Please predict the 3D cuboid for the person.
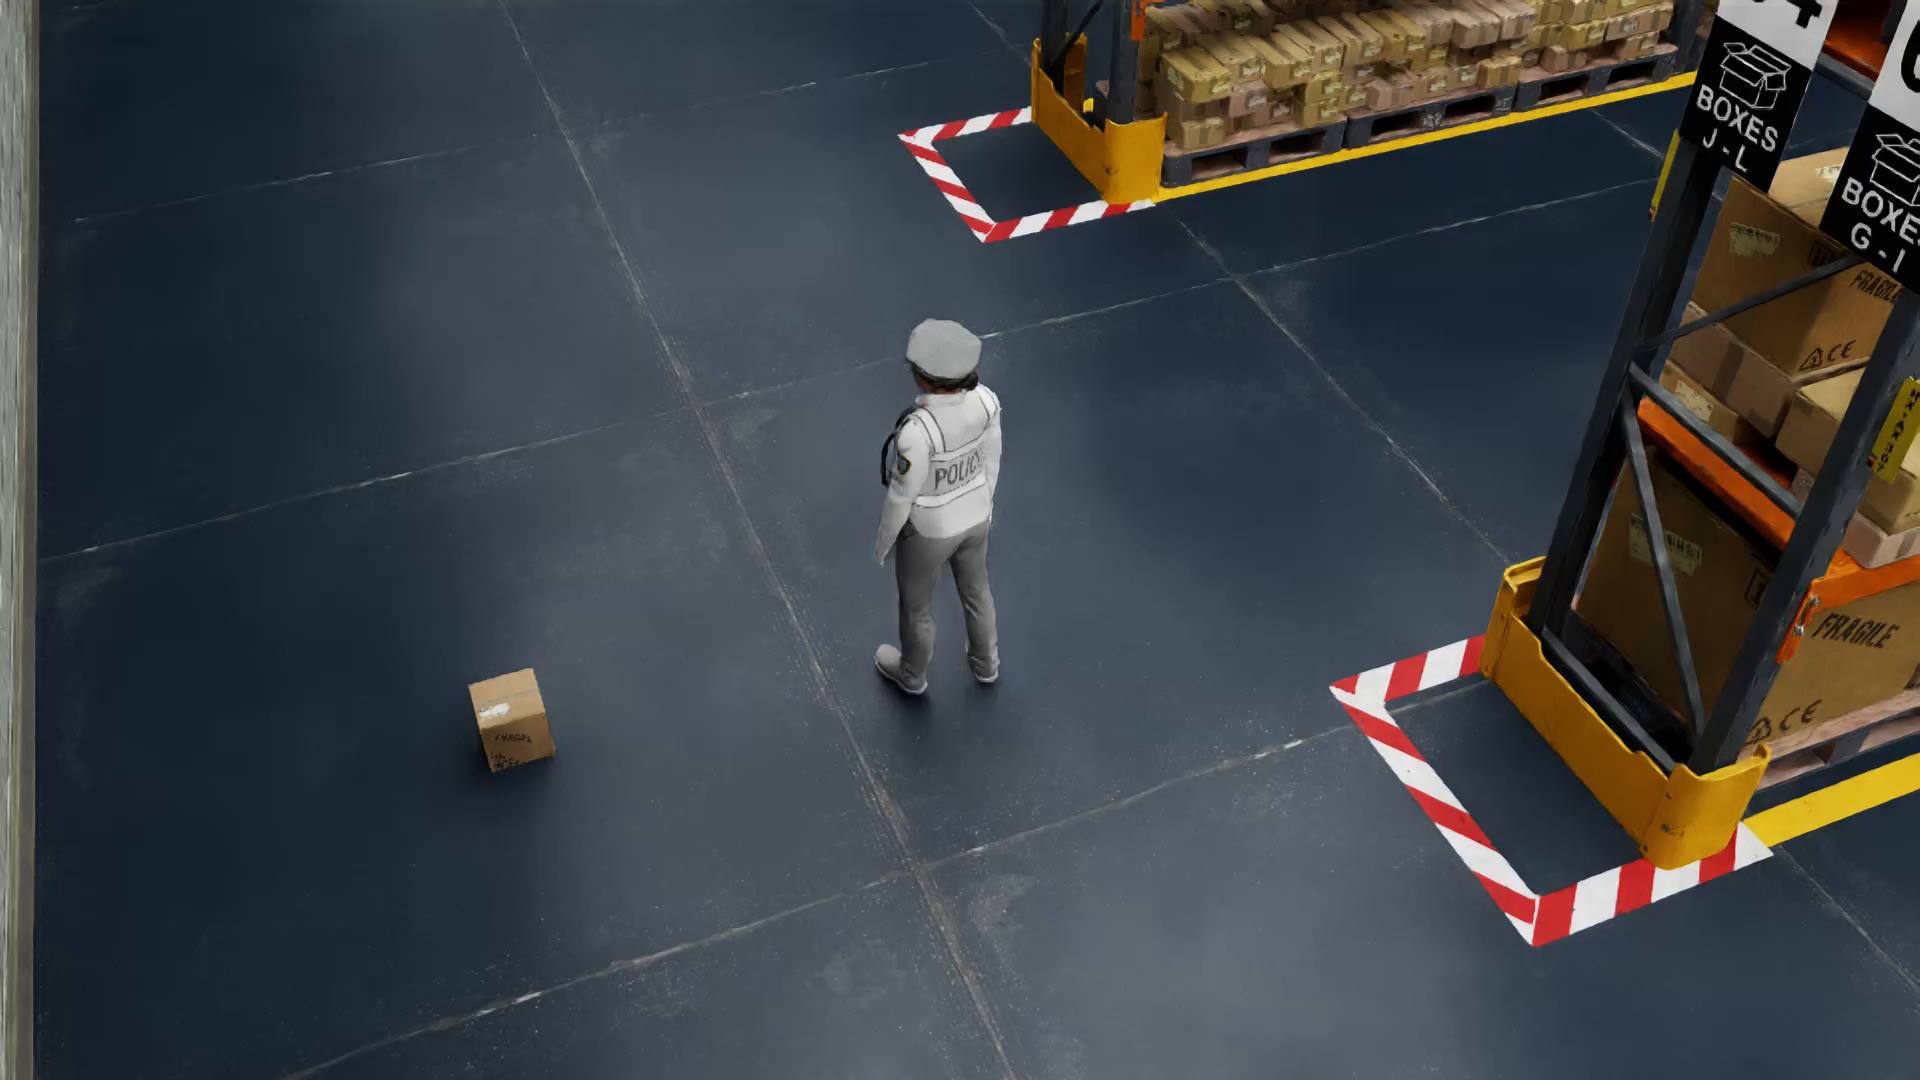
[{"bbox_3d":[-0.095,-0.093,6.213,0.540,1.686,0.430,-31,51,-30],"label":"person"}]
